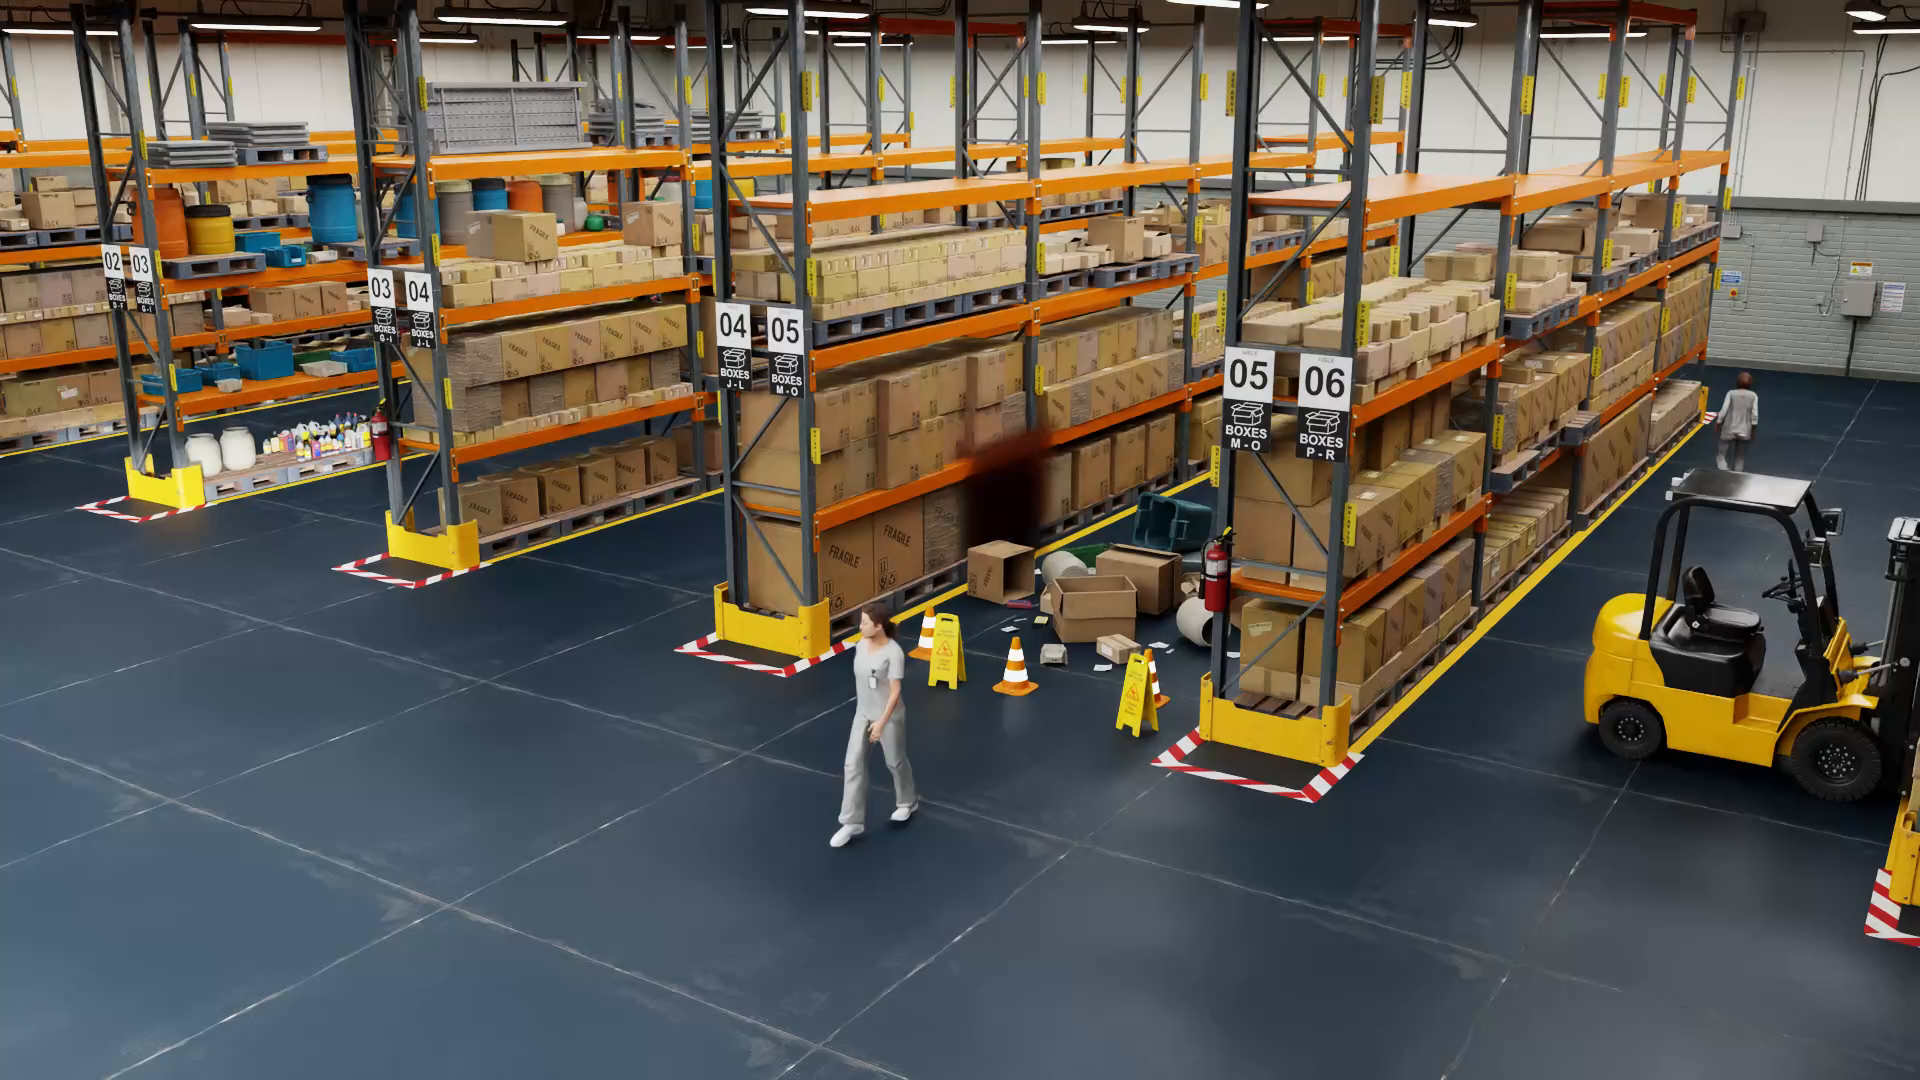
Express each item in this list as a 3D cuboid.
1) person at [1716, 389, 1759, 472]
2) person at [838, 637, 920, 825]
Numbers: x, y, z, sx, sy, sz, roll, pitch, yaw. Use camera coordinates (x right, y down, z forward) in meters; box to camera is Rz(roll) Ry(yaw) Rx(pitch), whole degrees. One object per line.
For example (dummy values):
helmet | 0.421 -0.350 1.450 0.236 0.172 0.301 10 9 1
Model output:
person | 9.841 -1.220 21.083 0.474 1.367 0.524 4 16 15
person | -0.628 1.348 11.599 0.463 1.329 0.524 11 19 33
